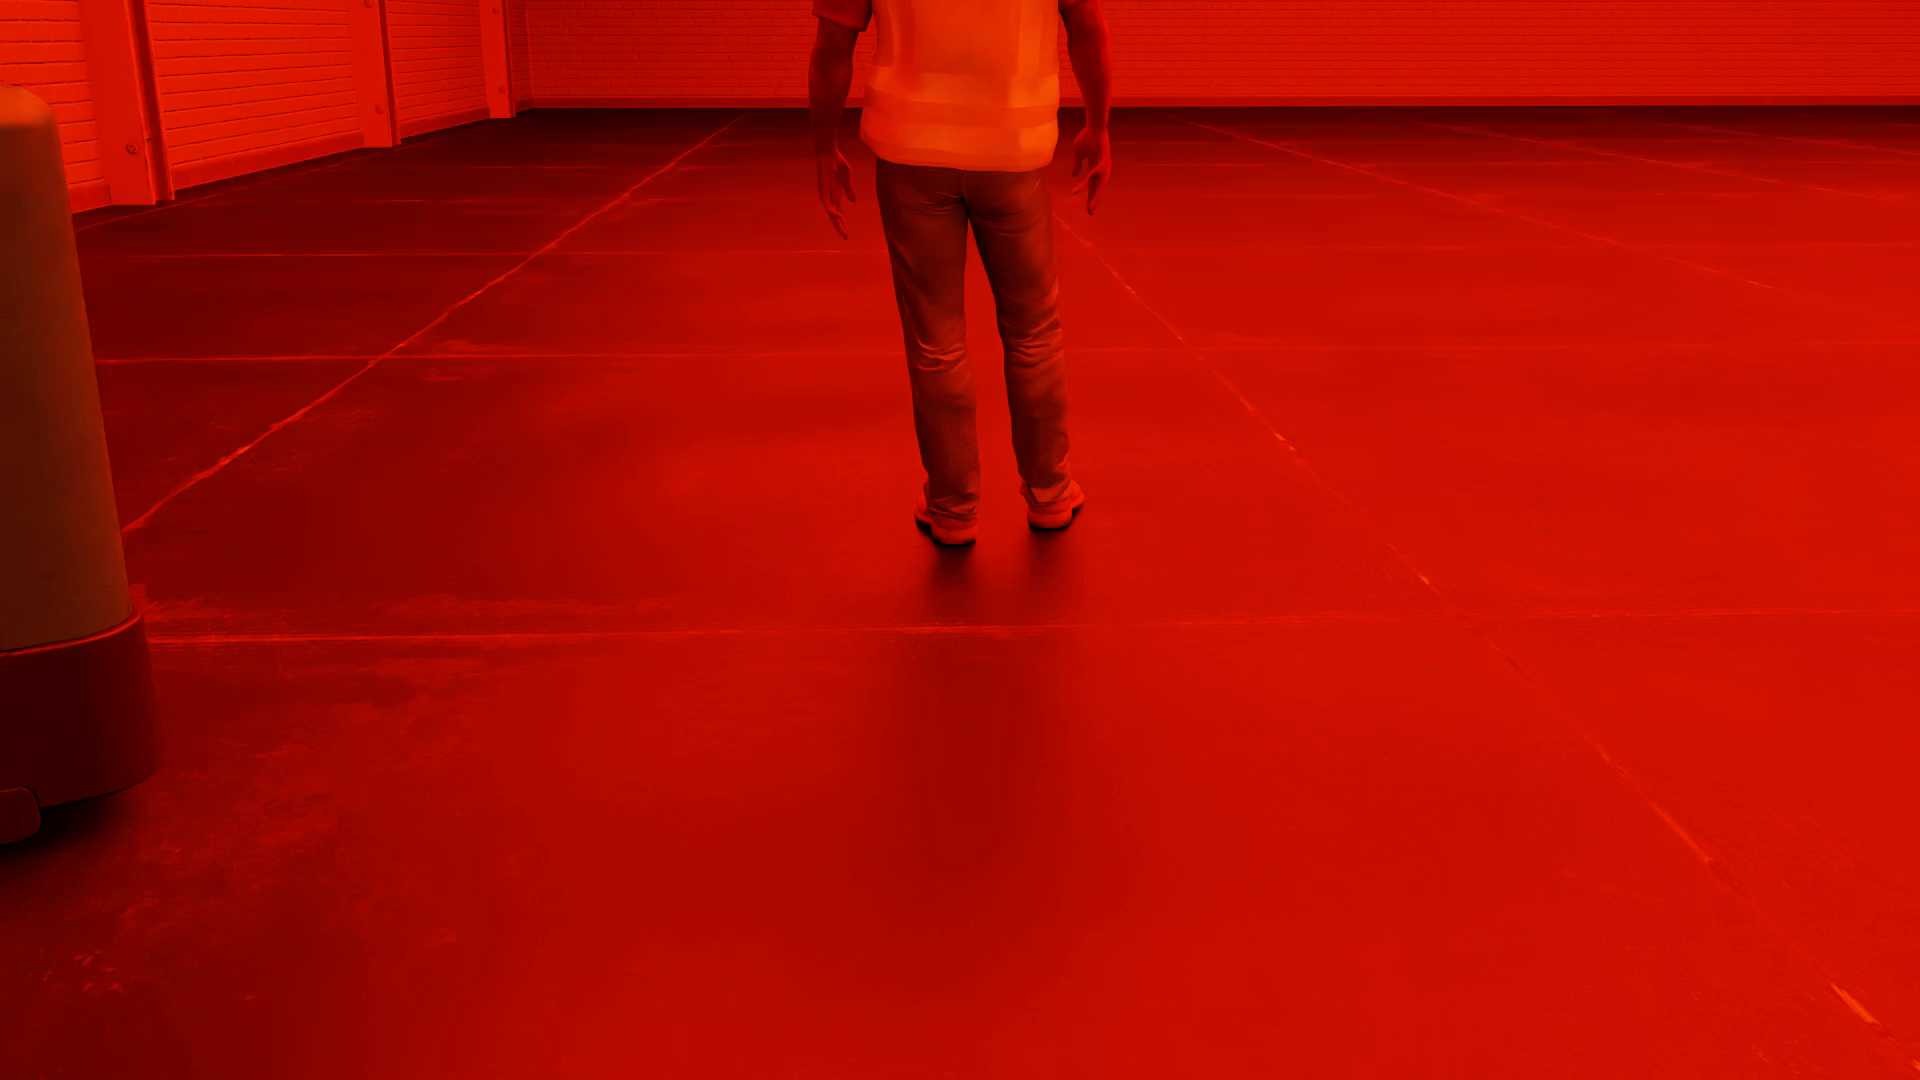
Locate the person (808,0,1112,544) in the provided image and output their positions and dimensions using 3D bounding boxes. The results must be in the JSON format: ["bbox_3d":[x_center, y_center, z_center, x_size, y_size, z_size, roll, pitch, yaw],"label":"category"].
[{"bbox_3d":[0.002,-0.872,3.724,0.666,1.765,0.577,-1,17,-3],"label":"person"}]

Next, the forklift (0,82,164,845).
[{"bbox_3d":[-2.732,-0.858,1.712,3.031,2.935,1.130,-11,20,-32],"label":"forklift"}]
